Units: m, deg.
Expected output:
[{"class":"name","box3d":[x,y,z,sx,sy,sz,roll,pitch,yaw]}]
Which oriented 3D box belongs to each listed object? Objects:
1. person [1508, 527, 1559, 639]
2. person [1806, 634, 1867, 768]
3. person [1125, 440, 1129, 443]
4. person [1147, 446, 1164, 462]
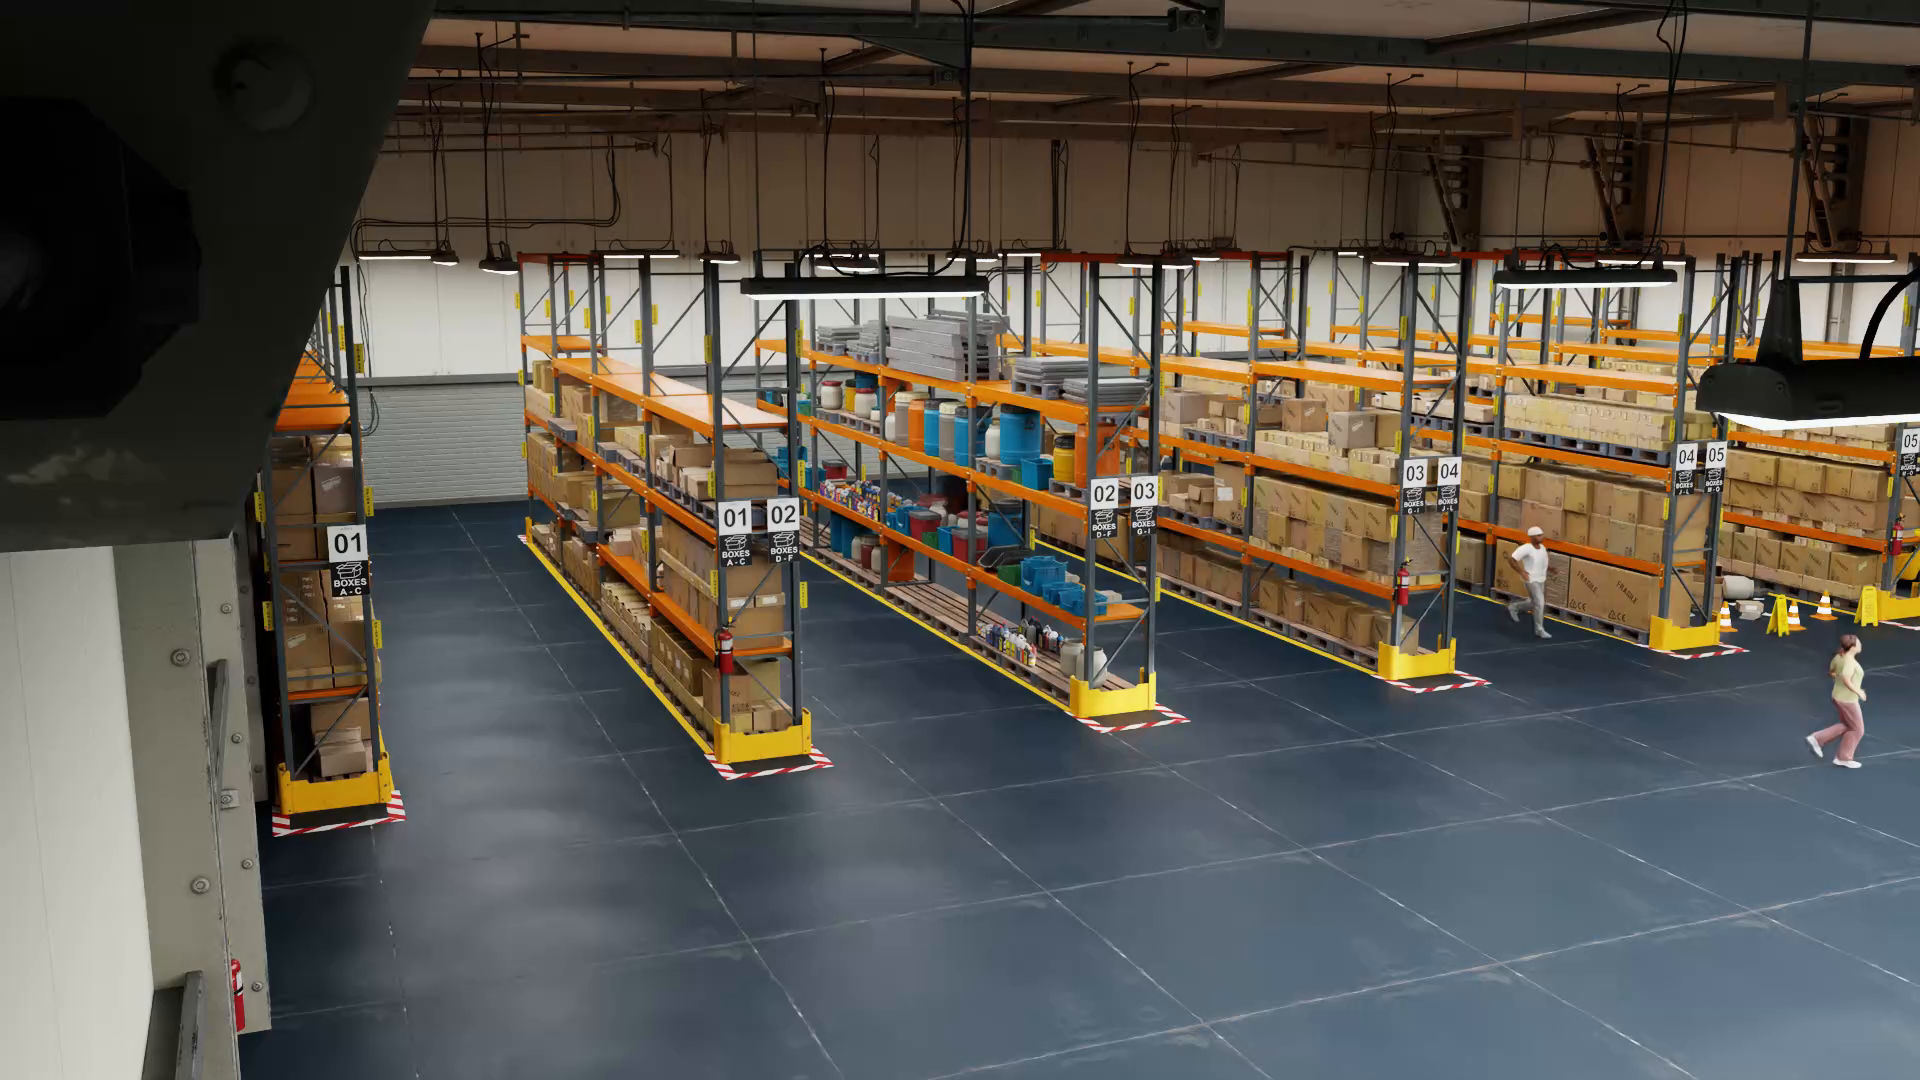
[{"class":"person","box3d":[9.163,0.653,26.667,0.700,1.762,0.881,-8,13,-37]},{"class":"person","box3d":[10.571,1.929,19.961,0.618,1.644,0.589,2,10,9]},{"class":"person","box3d":[3.852,-1.542,39.012,0.630,1.598,0.566,-1,10,-7]},{"class":"person","box3d":[4.899,-2.086,41.646,0.655,1.741,0.744,-3,11,-18]}]
